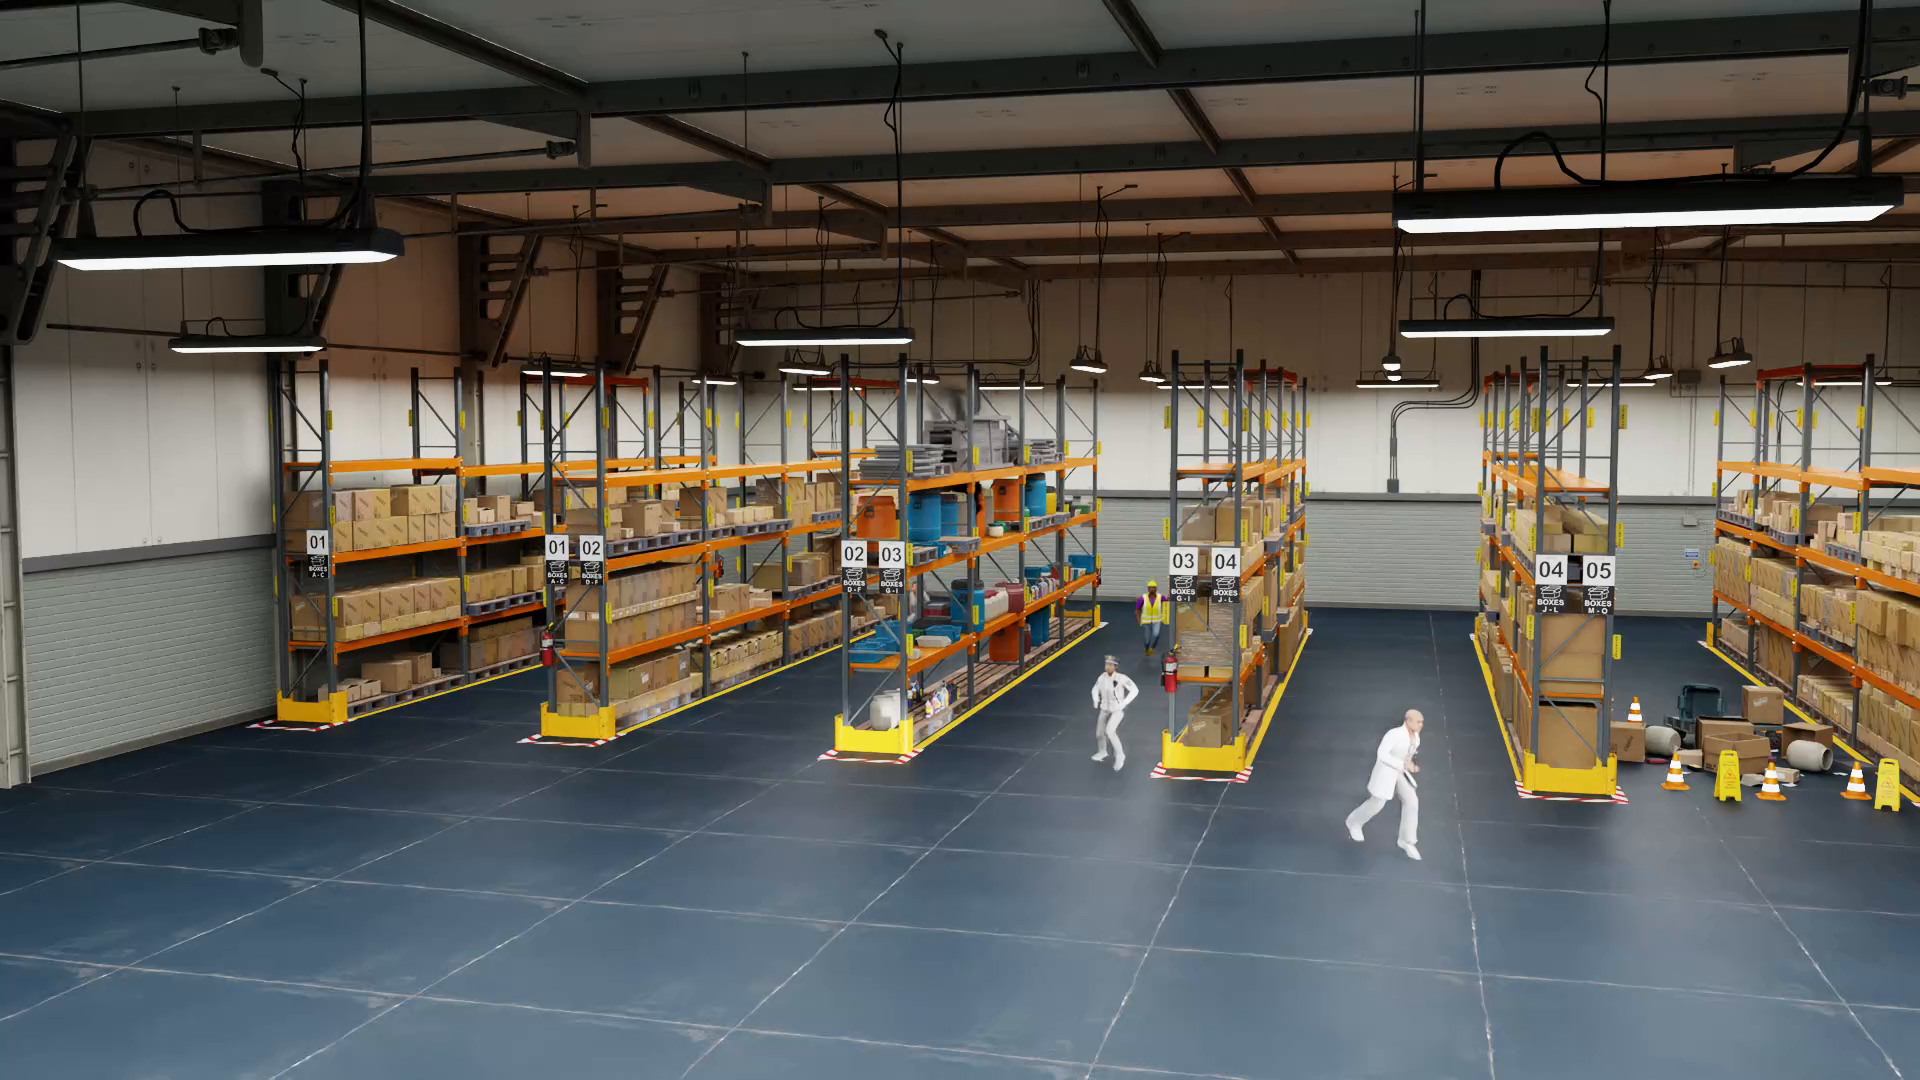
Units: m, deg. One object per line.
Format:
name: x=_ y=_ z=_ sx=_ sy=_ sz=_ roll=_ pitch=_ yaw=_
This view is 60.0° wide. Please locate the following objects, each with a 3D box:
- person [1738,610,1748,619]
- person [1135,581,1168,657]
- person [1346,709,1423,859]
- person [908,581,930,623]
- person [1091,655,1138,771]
person: x=17.969 y=1.422 z=37.625 sx=0.728 sy=1.797 sz=0.671 roll=1 pitch=4 yaw=7
person: x=3.929 y=1.629 z=33.966 sx=0.711 sy=1.592 sz=0.854 roll=0 pitch=4 yaw=6
person: x=4.948 y=2.788 z=19.371 sx=0.754 sy=1.745 sz=1.060 roll=-4 pitch=5 yaw=-41
person: x=-0.841 y=1.590 z=35.038 sx=0.566 sy=1.492 sz=1.079 roll=1 pitch=4 yaw=17
person: x=2.187 y=2.468 z=24.044 sx=0.786 sy=1.641 sz=0.676 roll=3 pitch=5 yaw=35
